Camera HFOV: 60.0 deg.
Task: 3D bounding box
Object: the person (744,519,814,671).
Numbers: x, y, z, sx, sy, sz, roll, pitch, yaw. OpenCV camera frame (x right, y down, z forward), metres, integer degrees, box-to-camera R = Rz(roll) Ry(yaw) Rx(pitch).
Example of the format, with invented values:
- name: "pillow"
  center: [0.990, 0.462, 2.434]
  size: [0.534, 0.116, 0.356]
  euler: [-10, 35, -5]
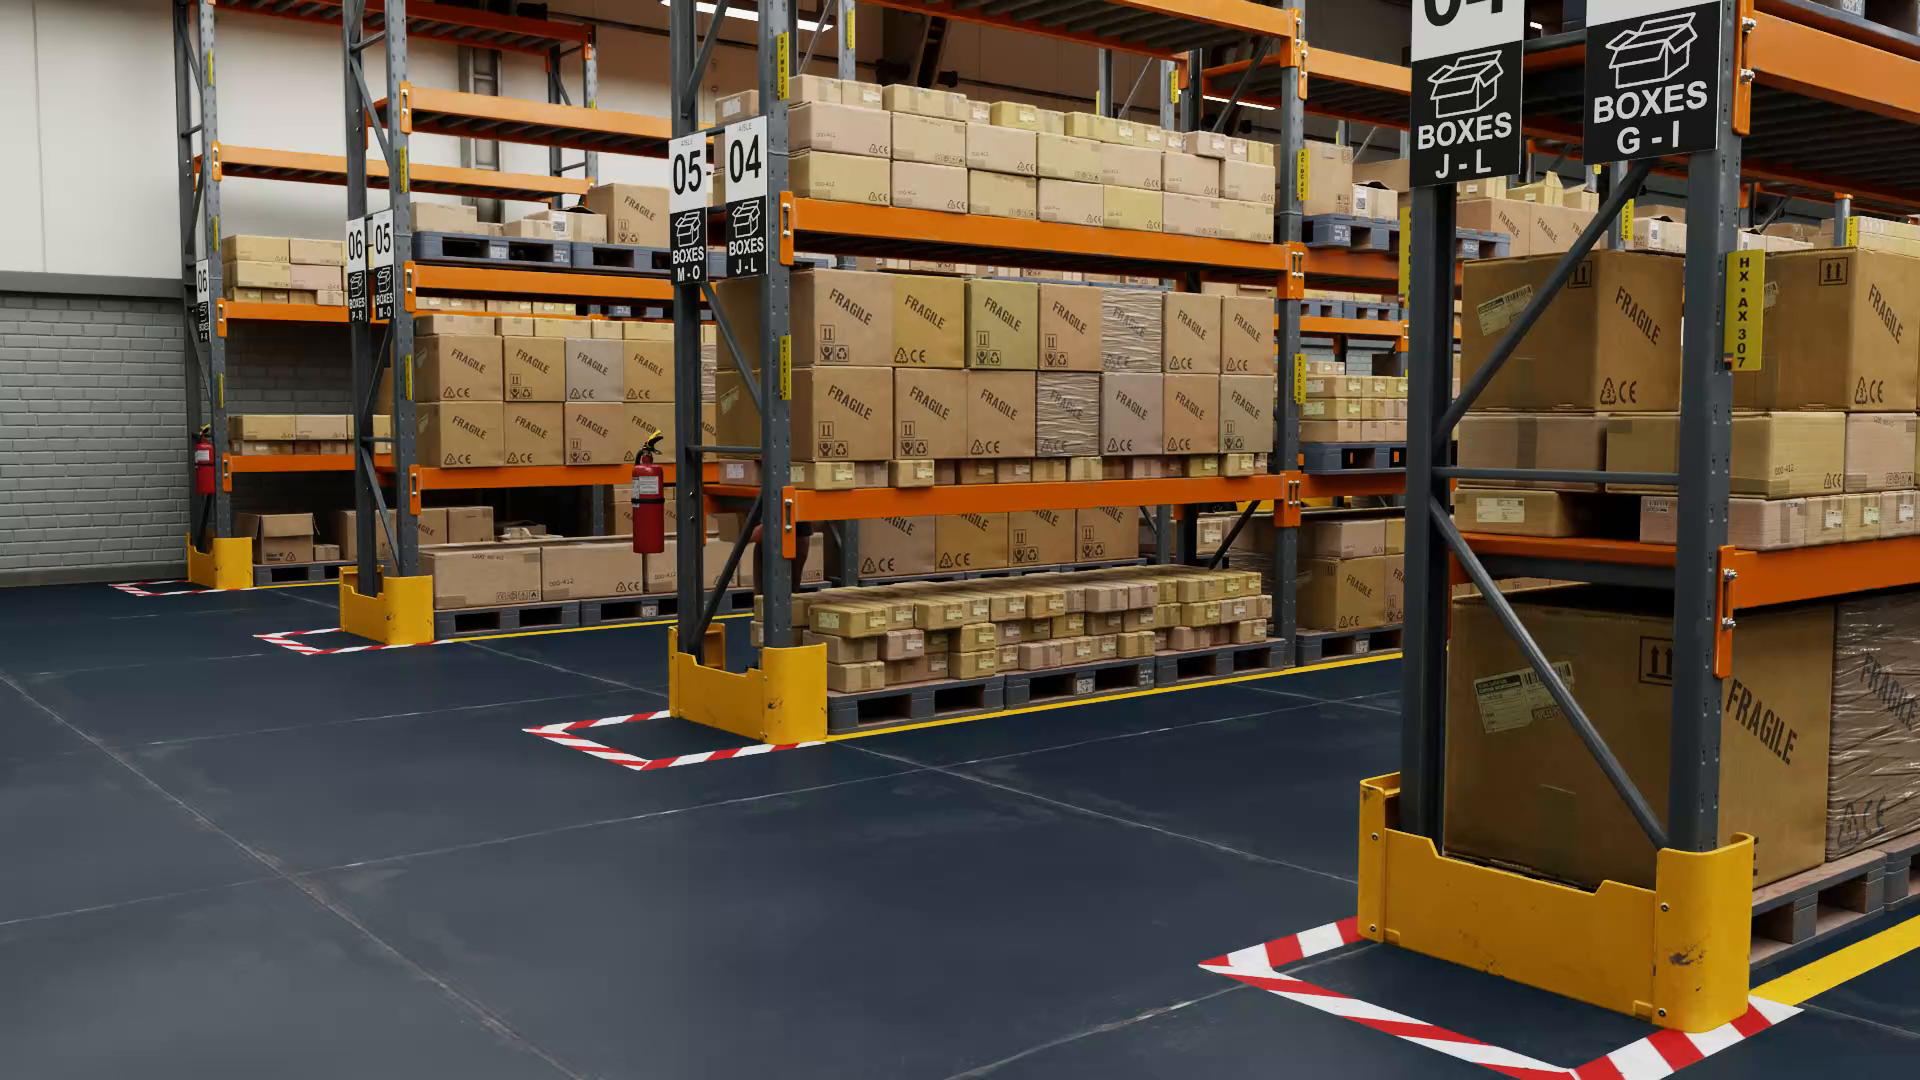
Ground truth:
- name: "person"
  center: [-1.237, 0.028, 10.830]
  size: [0.560, 1.711, 0.494]
  euler: [-4, 6, -39]
